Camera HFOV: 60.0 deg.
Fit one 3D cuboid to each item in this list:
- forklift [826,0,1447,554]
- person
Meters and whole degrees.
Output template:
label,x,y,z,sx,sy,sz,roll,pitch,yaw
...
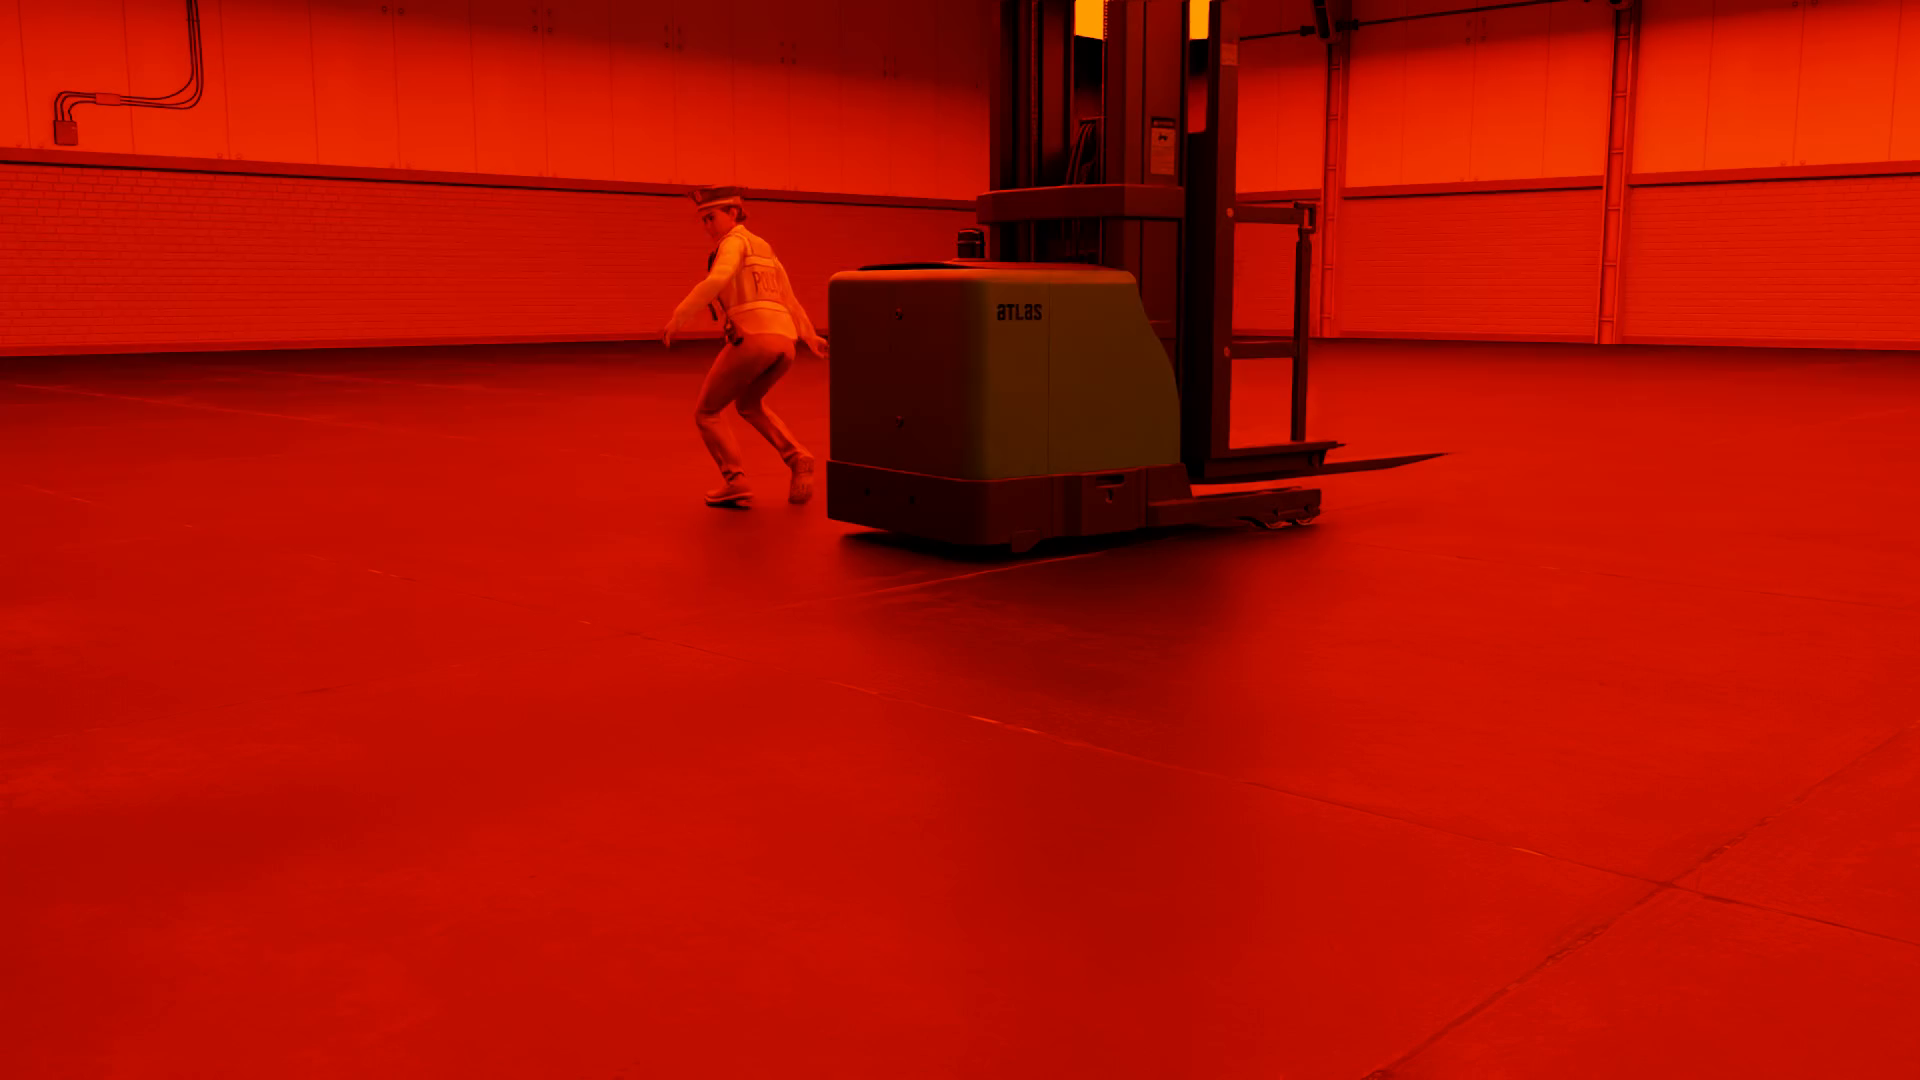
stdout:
label,x,y,z,sx,sy,sz,roll,pitch,yaw
forklift,0.933,-1.549,7.162,3.031,2.935,1.130,-6,11,-37
person,-0.996,-0.910,7.948,0.495,1.543,0.921,5,10,28
